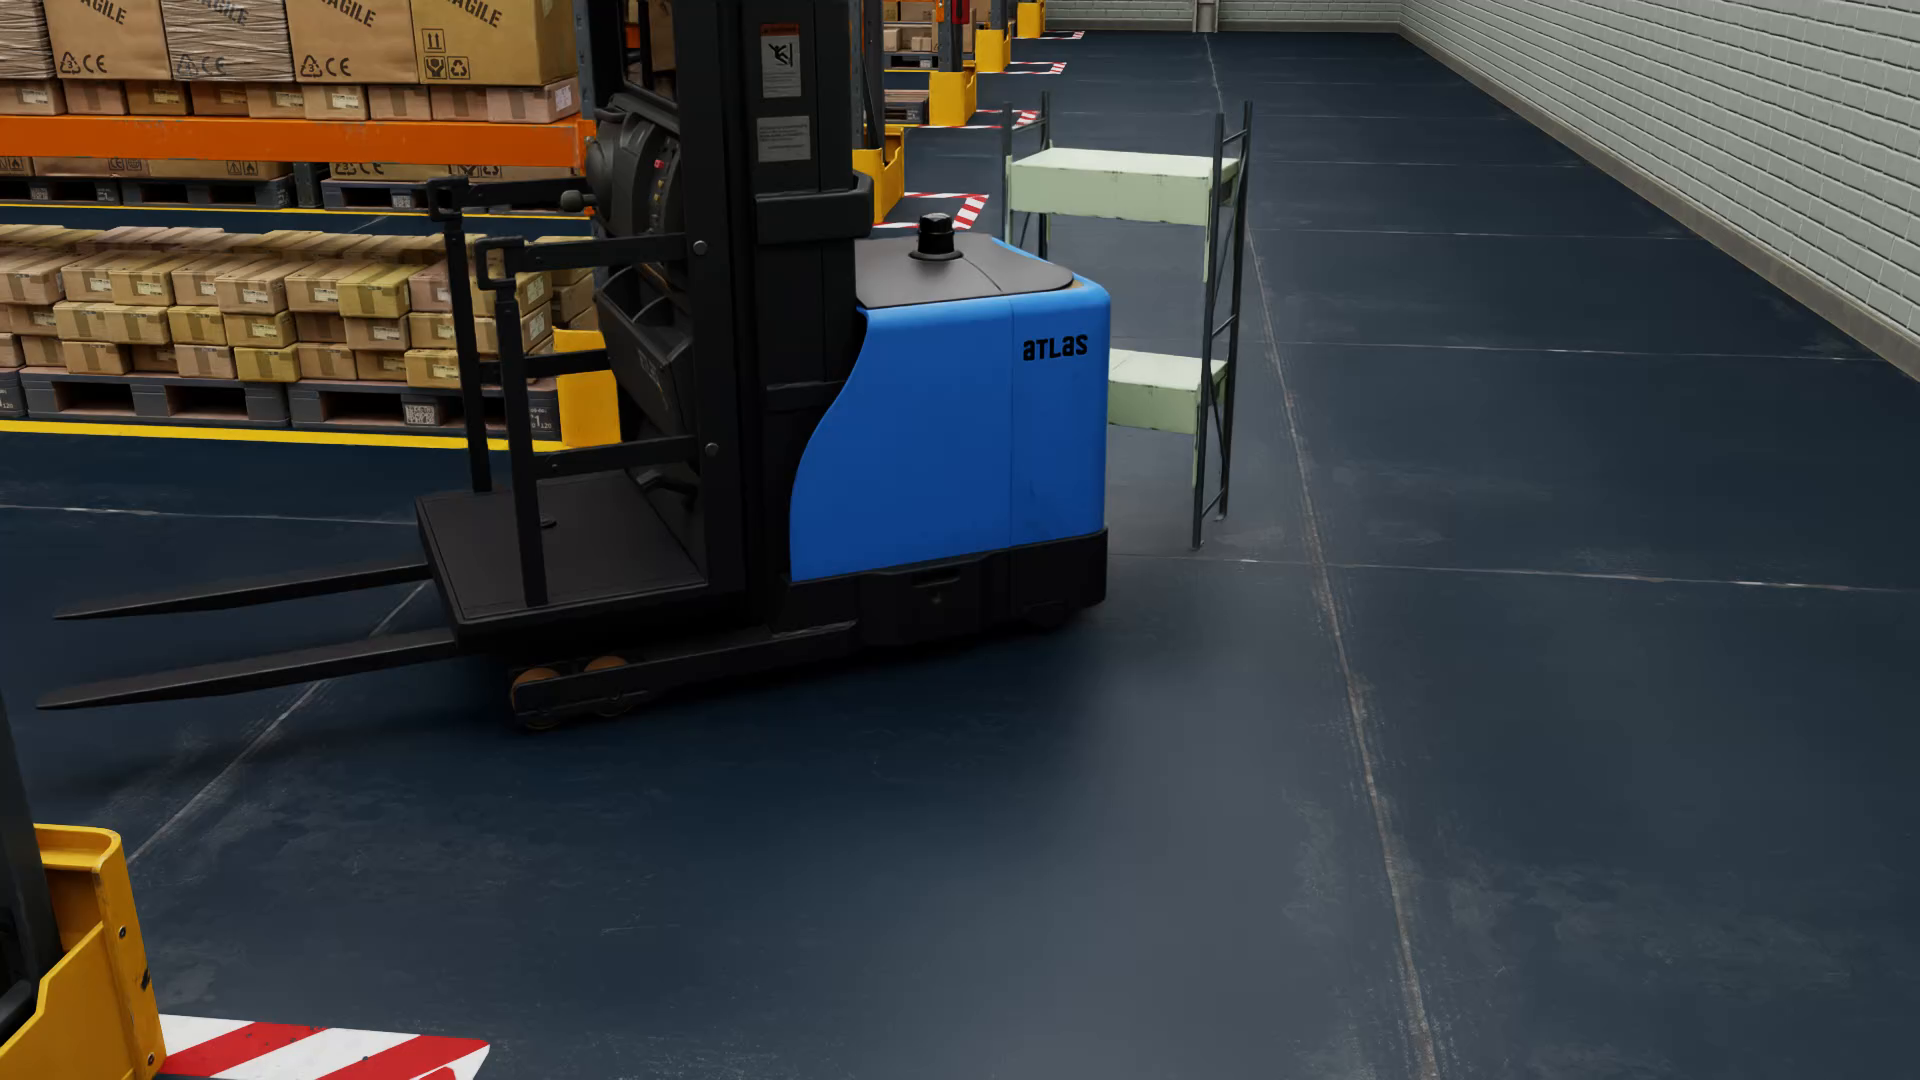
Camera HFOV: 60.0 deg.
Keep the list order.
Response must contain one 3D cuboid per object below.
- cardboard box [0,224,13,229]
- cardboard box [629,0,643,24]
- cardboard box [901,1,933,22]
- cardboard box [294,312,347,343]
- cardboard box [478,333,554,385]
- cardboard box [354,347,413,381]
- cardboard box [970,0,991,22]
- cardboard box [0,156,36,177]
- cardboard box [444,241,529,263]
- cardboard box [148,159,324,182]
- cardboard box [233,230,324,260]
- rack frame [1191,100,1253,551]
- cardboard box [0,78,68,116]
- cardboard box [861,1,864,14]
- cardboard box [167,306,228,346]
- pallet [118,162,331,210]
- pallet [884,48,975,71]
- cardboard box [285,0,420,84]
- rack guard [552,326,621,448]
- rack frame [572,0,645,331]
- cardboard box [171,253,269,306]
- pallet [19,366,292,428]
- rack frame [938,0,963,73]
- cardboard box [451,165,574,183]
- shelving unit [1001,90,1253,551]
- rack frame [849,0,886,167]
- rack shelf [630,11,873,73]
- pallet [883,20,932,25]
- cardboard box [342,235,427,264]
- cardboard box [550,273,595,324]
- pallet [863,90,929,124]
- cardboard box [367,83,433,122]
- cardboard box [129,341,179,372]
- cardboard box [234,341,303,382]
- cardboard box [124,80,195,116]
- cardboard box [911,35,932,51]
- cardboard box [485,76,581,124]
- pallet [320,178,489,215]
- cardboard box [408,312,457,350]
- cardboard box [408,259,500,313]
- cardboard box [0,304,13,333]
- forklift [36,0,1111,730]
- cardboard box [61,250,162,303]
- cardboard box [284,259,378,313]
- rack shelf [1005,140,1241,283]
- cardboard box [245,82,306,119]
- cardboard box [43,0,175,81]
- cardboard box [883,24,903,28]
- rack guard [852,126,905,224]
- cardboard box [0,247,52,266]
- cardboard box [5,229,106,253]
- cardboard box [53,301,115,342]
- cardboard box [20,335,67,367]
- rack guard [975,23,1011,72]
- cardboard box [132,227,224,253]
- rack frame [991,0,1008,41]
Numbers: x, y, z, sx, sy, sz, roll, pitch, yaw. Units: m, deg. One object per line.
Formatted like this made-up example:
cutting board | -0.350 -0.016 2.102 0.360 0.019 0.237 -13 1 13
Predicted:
cardboard box | -4.686 -1.384 7.857 0.250 0.149 0.380 3 22 7
cardboard box | -2.079 -3.610 11.332 0.250 0.149 0.380 2 22 5
cardboard box | -0.626 -8.283 25.640 0.500 0.500 0.700 2 22 5
cardboard box | -2.685 -0.979 7.238 0.250 0.149 0.380 2 22 6
cardboard box | -1.903 -0.797 7.183 0.250 0.149 0.380 3 22 7
cardboard box | -2.423 -0.814 7.226 0.250 0.149 0.380 2 22 6
cardboard box | 0.370 -8.240 25.531 0.500 0.500 0.700 2 22 6
cardboard box | -7.049 -3.262 12.430 0.875 0.875 1.225 3 22 6
cardboard box | -2.124 -1.242 7.499 0.250 0.149 0.380 3 22 7
cardboard box | -5.282 -3.188 12.244 0.875 0.875 1.225 3 22 6
cardboard box | -3.146 -1.324 7.706 0.250 0.149 0.380 3 22 7
rack frame | 0.903 -0.727 5.738 0.023 1.500 0.400 9 23 22
cardboard box | -3.772 -1.867 6.923 0.250 0.149 0.380 3 22 9
cardboard box | -1.666 -8.326 25.750 0.500 0.500 0.700 2 22 6
cardboard box | -3.198 -0.965 7.203 0.250 0.149 0.380 4 22 9
pallet | -5.419 -2.670 12.406 1.213 0.211 1.003 2 22 6
pallet | -0.370 -6.145 21.196 1.213 0.211 1.003 2 22 6
cardboard box | -2.343 -2.116 6.671 0.500 0.500 0.500 2 22 5
rack guard | -1.431 -0.822 7.339 0.348 0.500 1.175 2 22 6
rack frame | -1.356 -1.981 6.871 0.127 3.000 1.000 2 22 6
cardboard box | -3.198 -1.132 7.221 0.250 0.149 0.380 2 22 4
pallet | -3.442 -0.790 7.650 1.213 0.211 1.003 2 22 6
rack frame | -0.089 -5.596 16.015 0.127 3.000 1.000 2 22 6
cardboard box | -3.104 -3.071 11.947 0.875 0.875 0.875 2 22 6
shelving unit | 0.567 -0.780 5.873 0.755 1.500 0.431 9 23 22
rack frame | -0.672 -3.788 11.441 0.127 3.000 1.000 2 22 6
rack shelf | -2.658 -3.540 11.792 4.000 0.370 1.077 2 22 6
pallet | -0.934 -7.976 25.828 1.213 0.211 1.003 2 22 6
cardboard box | -2.615 -1.280 7.596 0.250 0.149 0.380 1 22 4
cardboard box | -1.846 -1.105 7.558 0.250 0.149 0.380 3 22 9
pallet | -0.903 -4.349 16.654 1.213 0.211 1.003 2 22 6
cardboard box | -2.206 -1.805 6.768 0.250 0.149 0.380 2 22 6
cardboard box | -3.441 -0.866 7.357 0.250 0.149 0.380 3 22 8
cardboard box | -2.930 -0.808 7.211 0.250 0.149 0.380 2 22 4
cardboard box | -3.247 -1.869 6.928 0.250 0.149 0.380 3 22 7
cardboard box | -0.463 -6.275 20.988 0.250 0.166 0.380 2 22 6
cardboard box | -1.713 -1.775 6.692 0.250 0.149 0.380 3 22 6
pallet | -3.898 -2.603 12.236 1.213 0.211 1.003 2 22 6
cardboard box | -2.167 -0.939 7.136 0.250 0.149 0.380 2 22 5
cardboard box | -2.154 -1.090 7.113 0.250 0.149 0.380 3 22 7
cardboard box | -4.230 -1.041 7.396 0.250 0.149 0.380 1 22 4
forklift | -1.101 -1.058 4.630 3.031 2.935 1.130 -9 23 -21
cardboard box | -3.702 -1.158 7.286 0.250 0.149 0.380 2 22 4
cardboard box | -2.676 -1.089 7.111 0.250 0.149 0.380 2 22 4
rack shelf | 0.567 -1.143 5.730 0.720 0.370 0.431 9 23 22
cardboard box | -2.721 -1.830 6.830 0.250 0.149 0.380 2 22 4
cardboard box | -3.342 -2.160 6.782 0.500 0.500 0.500 4 22 9
cardboard box | -1.002 -6.501 21.444 0.500 0.250 0.500 2 22 6
rack guard | -0.648 -2.624 11.898 0.348 0.500 1.175 2 22 6
cardboard box | -4.225 -1.180 7.343 0.250 0.149 0.380 2 22 5
cardboard box | -4.189 -1.336 7.736 0.250 0.149 0.380 3 22 8
cardboard box | -3.717 -0.987 7.258 0.250 0.149 0.380 2 22 6
cardboard box | -3.958 -0.896 7.432 0.250 0.149 0.380 2 22 4
rack guard | 0.422 -6.245 21.057 0.348 0.500 1.175 2 22 6
cardboard box | -3.640 -1.351 7.773 0.250 0.149 0.380 2 22 4
rack frame | 0.498 -7.404 20.589 0.127 3.000 1.000 2 22 6
